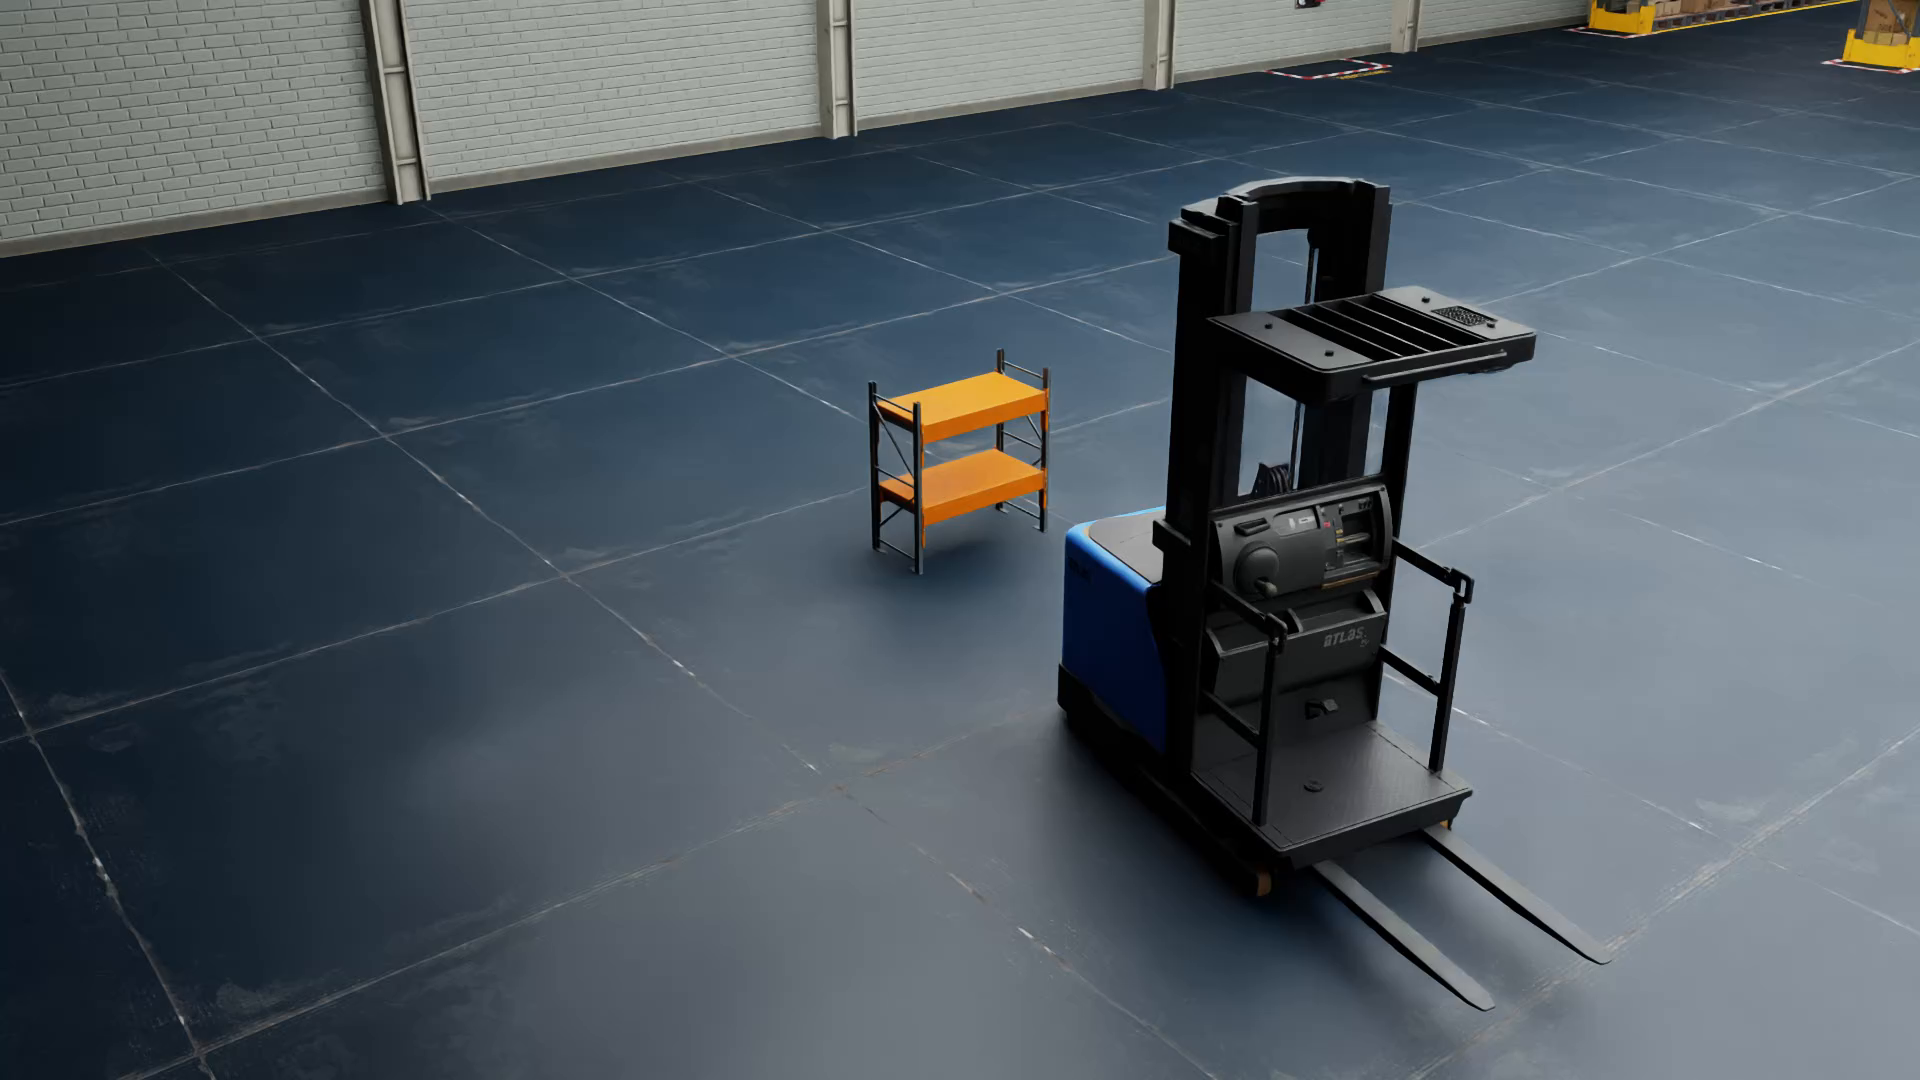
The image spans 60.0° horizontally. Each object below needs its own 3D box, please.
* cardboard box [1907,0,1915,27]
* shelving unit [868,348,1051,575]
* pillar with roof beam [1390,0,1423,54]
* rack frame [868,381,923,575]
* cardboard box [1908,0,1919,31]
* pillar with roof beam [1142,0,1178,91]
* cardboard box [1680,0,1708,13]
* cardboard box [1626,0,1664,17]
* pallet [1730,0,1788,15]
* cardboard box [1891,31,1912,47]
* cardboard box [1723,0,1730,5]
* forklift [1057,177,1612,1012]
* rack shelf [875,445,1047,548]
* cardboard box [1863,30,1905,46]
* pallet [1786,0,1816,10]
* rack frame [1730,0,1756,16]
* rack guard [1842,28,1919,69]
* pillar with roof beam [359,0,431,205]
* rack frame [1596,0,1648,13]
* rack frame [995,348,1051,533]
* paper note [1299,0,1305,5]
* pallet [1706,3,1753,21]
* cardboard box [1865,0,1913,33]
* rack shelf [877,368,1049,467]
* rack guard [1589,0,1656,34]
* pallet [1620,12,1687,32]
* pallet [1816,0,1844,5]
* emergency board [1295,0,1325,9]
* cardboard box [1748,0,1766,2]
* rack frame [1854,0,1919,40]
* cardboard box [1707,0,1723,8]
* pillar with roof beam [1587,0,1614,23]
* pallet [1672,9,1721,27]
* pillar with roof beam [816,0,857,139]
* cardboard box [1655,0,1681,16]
[{"bbox_3d":[16.583,-9.204,28.895,0.500,0.500,0.500,-18,31,-34],"label":"cardboard box"},{"bbox_3d":[0.005,-0.512,10.517,1.048,1.125,0.538,-18,31,-34],"label":"shelving unit"},{"bbox_3d":[10.459,-11.263,24.329,0.400,9.000,9.100,-18,31,-34],"label":"pillar with roof beam"},{"bbox_3d":[-0.395,-0.380,10.232,0.032,1.125,0.500,-18,31,-34],"label":"rack frame"},{"bbox_3d":[16.518,-8.897,28.235,0.500,0.500,0.500,-18,31,-34],"label":"cardboard box"},{"bbox_3d":[5.738,-9.704,20.970,0.400,9.000,9.100,-18,31,-34],"label":"pillar with roof beam"},{"bbox_3d":[14.164,-10.596,32.464,0.500,0.500,0.700,-21,32,-37],"label":"cardboard box"},{"bbox_3d":[13.107,-10.188,31.810,0.500,0.311,0.500,-23,33,-40],"label":"cardboard box"},{"bbox_3d":[16.267,-11.035,34.276,1.213,0.211,1.003,-18,31,-34],"label":"pallet"},{"bbox_3d":[16.126,-8.427,28.111,0.500,0.250,0.500,-18,31,-34],"label":"cardboard box"},{"bbox_3d":[15.252,-10.862,33.435,0.380,0.166,0.250,22,33,39],"label":"cardboard box"},{"bbox_3d":[1.622,0.038,7.187,1.130,2.935,3.031,-12,27,-24],"label":"forklift"},{"bbox_3d":[0.005,-0.290,10.620,1.000,0.278,0.538,-18,31,-34],"label":"rack shelf"},{"bbox_3d":[15.807,-8.598,28.481,0.500,0.250,0.500,-18,31,-34],"label":"cardboard box"},{"bbox_3d":[17.227,-11.354,34.963,1.213,0.211,1.003,-18,31,-34],"label":"pallet"},{"bbox_3d":[15.655,-12.097,33.252,0.127,3.000,1.000,-18,31,-34],"label":"rack frame"},{"bbox_3d":[15.548,-8.278,27.992,0.348,0.500,1.175,-18,31,-34],"label":"rack guard"},{"bbox_3d":[-3.705,-6.587,14.254,0.400,9.000,9.100,-18,31,-34],"label":"pillar with roof beam"},{"bbox_3d":[12.507,-11.058,31.013,0.127,3.000,1.000,-18,31,-34],"label":"rack frame"},{"bbox_3d":[0.405,-0.644,10.802,0.032,1.125,0.500,-18,31,-34],"label":"rack frame"},{"bbox_3d":[5.653,-8.916,27.444,0.142,0.148,0.016,-18,31,-34],"label":"paper note"},{"bbox_3d":[15.148,-10.646,33.438,1.213,0.211,1.003,-18,31,-34],"label":"pallet"},{"bbox_3d":[15.805,-8.939,28.325,0.500,0.500,0.500,-18,31,-34],"label":"cardboard box"},{"bbox_3d":[0.005,-0.777,10.394,1.000,0.278,0.538,-18,31,-34],"label":"rack shelf"},{"bbox_3d":[12.567,-9.944,31.582,0.348,0.500,1.175,-18,31,-34],"label":"rack guard"},{"bbox_3d":[13.228,-10.012,32.072,1.213,0.211,1.003,-18,31,-34],"label":"pallet"},{"bbox_3d":[18.187,-11.669,35.642,1.213,0.211,1.003,-18,31,-34],"label":"pallet"},{"bbox_3d":[5.835,-9.338,27.308,0.643,1.169,0.194,-18,31,-34],"label":"emergency board"},{"bbox_3d":[16.224,-11.359,34.110,0.500,0.500,0.700,-17,30,-32],"label":"cardboard box"},{"bbox_3d":[15.567,-9.418,27.480,0.127,3.000,1.000,-18,31,-34],"label":"rack frame"},{"bbox_3d":[14.863,-10.880,33.076,0.500,0.500,0.500,-21,32,-38],"label":"cardboard box"},{"bbox_3d":[15.181,-12.821,27.687,0.400,9.000,9.100,-18,31,-34],"label":"pillar with roof beam"},{"bbox_3d":[14.187,-10.327,32.752,1.213,0.211,1.003,-18,31,-34],"label":"pallet"},{"bbox_3d":[1.016,-8.146,17.612,0.400,9.000,9.100,-18,31,-34],"label":"pillar with roof beam"},{"bbox_3d":[13.556,-10.336,32.129,0.500,0.311,0.500,-15,29,-30],"label":"cardboard box"}]
